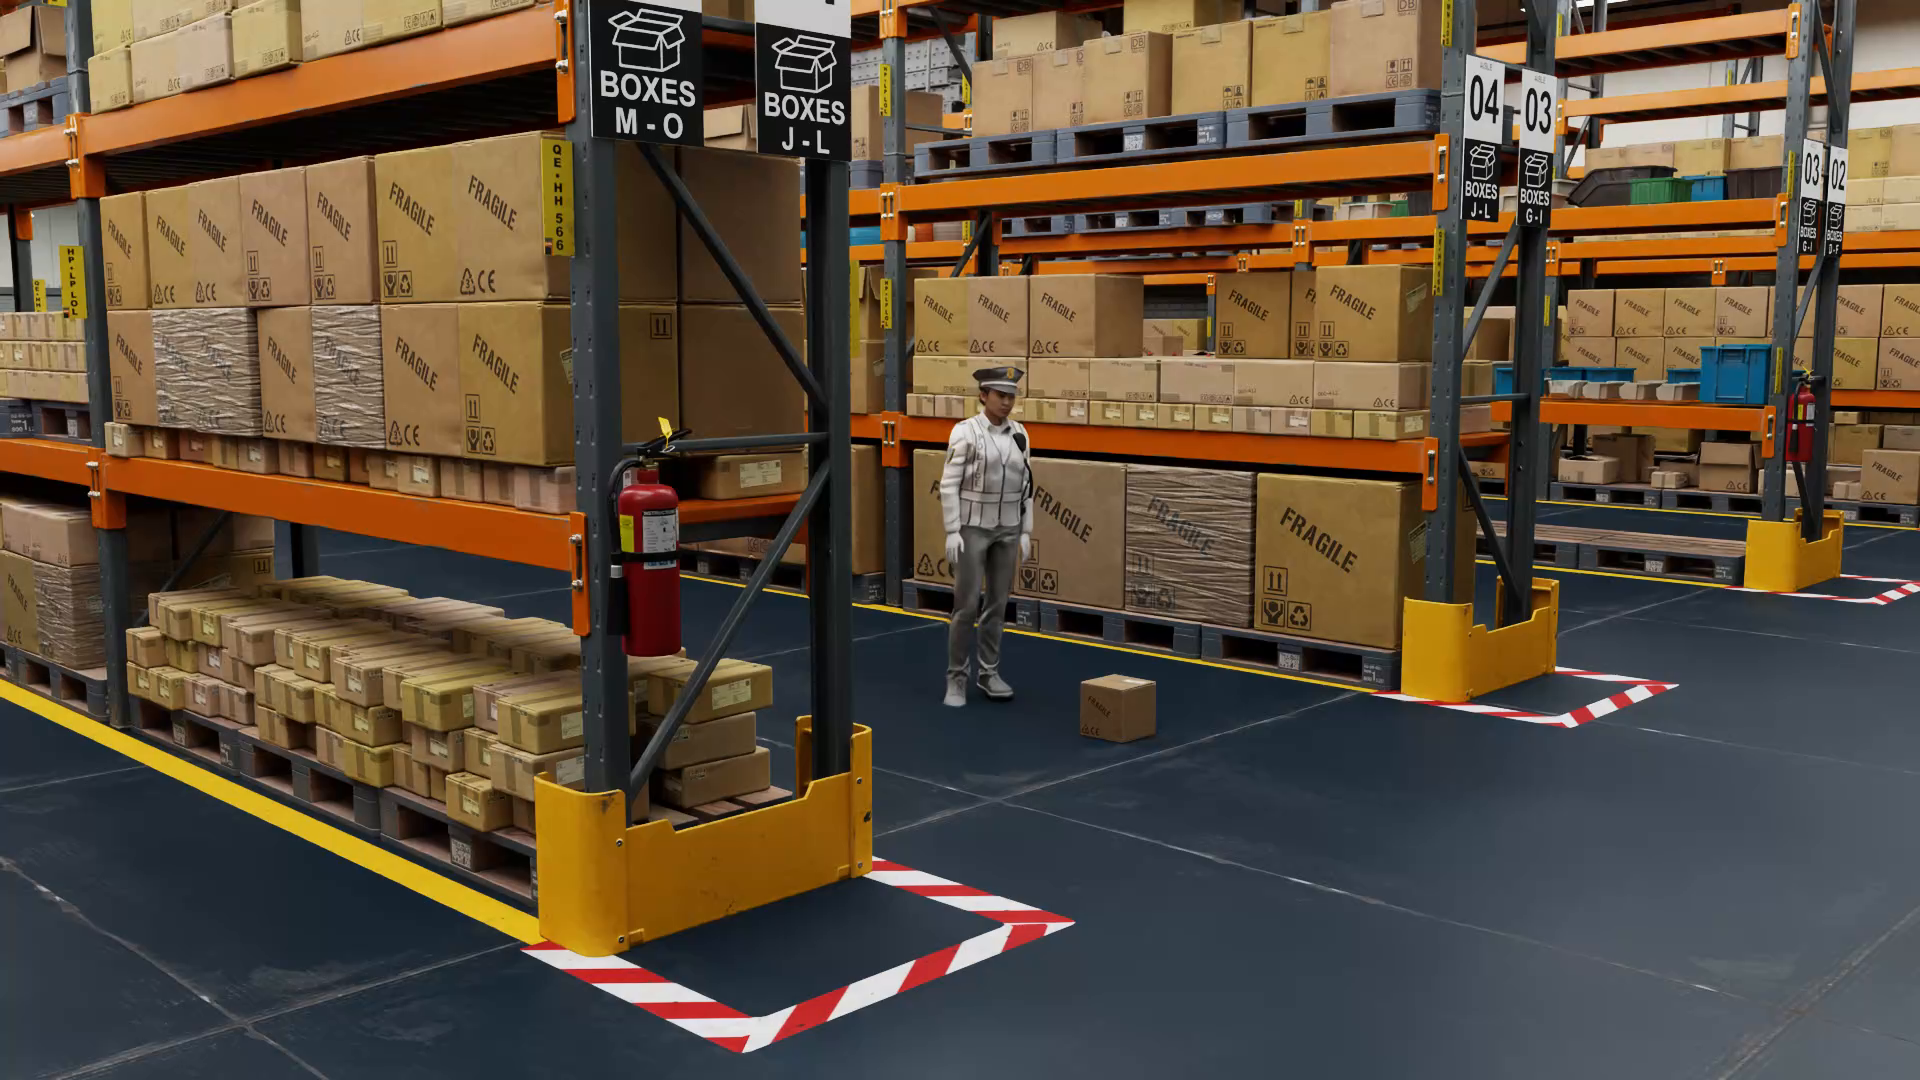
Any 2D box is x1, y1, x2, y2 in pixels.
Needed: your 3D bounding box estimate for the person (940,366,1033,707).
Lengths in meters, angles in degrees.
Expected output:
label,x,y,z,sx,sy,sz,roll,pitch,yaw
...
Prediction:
label,x,y,z,sx,sy,sz,roll,pitch,yaw
person,0.140,-0.007,8.344,0.516,1.729,0.359,-4,8,-29
